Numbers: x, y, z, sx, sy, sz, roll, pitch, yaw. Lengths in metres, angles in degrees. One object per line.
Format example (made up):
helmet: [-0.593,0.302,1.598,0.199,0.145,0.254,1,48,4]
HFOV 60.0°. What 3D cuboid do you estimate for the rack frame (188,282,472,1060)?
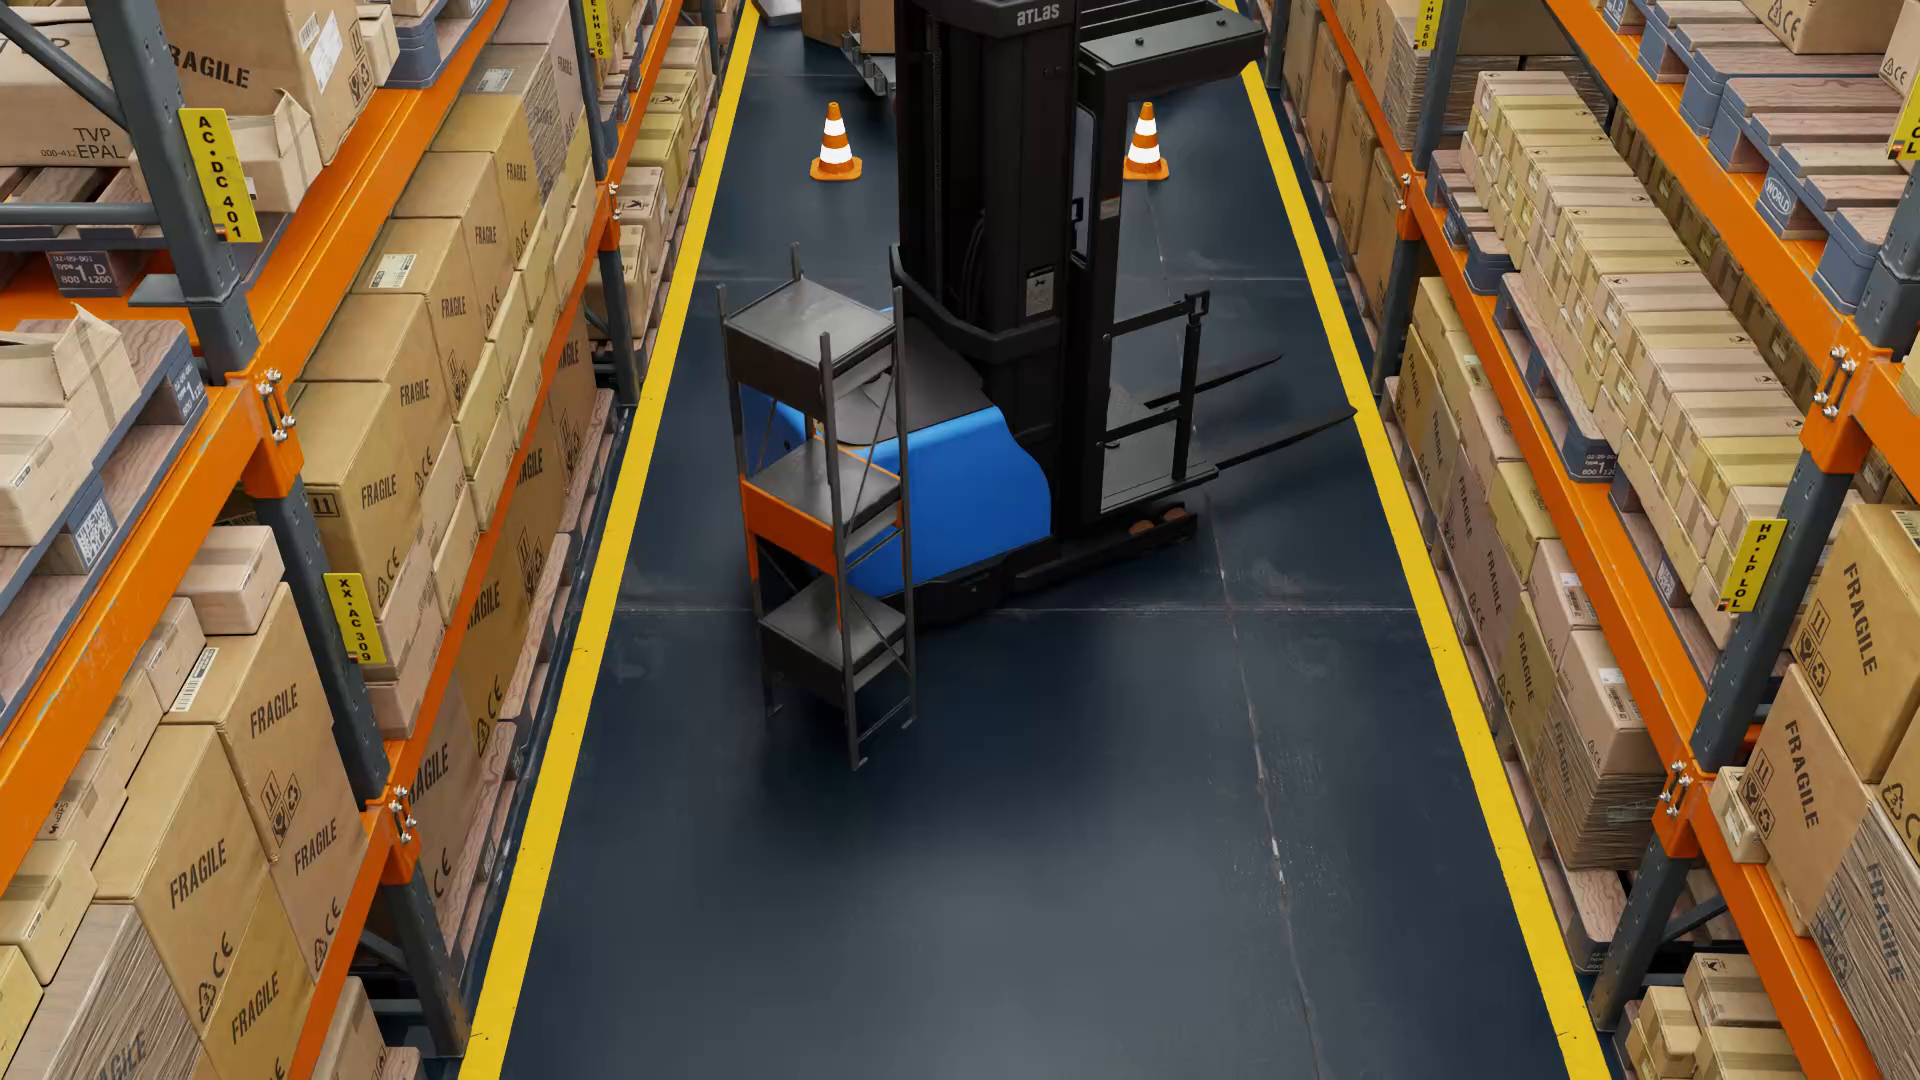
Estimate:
rack frame: [-2.216,0.588,4.863,1.000,3.000,0.127,0,39,0]

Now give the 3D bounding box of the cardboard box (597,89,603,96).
cardboard box: [-2.002,-2.359,8.406,0.380,0.149,0.250,-2,39,-3]

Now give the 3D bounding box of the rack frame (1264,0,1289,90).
rack frame: [2.725,-4.481,11.189,1.000,3.000,0.127,0,39,0]

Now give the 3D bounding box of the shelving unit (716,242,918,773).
shelving unit: [-0.510,-0.058,6.384,0.503,2.100,0.431,27,47,30]

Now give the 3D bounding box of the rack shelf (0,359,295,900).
rack shelf: [-2.214,0.949,2.589,1.077,0.370,4.000,0,39,0]

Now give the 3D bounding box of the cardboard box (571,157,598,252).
cardboard box: [-1.960,-1.538,7.636,0.500,0.250,0.500,-1,39,-2]

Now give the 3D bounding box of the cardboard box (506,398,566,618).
cardboard box: [-2.306,-0.258,7.282,0.875,0.875,0.875,0,39,1]

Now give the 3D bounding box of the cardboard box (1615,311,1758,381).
cardboard box: [2.542,-0.675,5.828,0.380,0.149,0.250,-1,39,-2]

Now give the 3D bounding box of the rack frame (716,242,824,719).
rack frame: [-0.699,-0.155,6.505,0.015,2.100,0.400,27,47,30]

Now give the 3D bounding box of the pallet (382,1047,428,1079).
pallet: [-2.293,2.152,5.141,1.003,0.211,1.213,0,39,0]

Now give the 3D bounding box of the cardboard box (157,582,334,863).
cardboard box: [-1.939,0.454,4.151,0.500,0.500,0.500,0,39,0]

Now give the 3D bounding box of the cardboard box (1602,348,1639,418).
cardboard box: [2.533,-0.562,5.926,0.380,0.149,0.250,-2,39,-2]

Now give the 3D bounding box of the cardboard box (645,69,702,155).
cardboard box: [-2.218,-2.775,10.825,0.950,0.372,0.625,2,39,3]

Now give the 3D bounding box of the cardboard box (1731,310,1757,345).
cardboard box: [3.189,-0.765,6.416,0.380,0.149,0.250,-2,39,-2]

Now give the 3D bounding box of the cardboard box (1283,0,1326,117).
cardboard box: [2.815,-3.379,11.276,1.050,0.750,0.750,0,39,0]

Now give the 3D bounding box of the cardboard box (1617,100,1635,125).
cardboard box: [3.188,-1.971,7.446,0.380,0.149,0.250,-1,39,-2]

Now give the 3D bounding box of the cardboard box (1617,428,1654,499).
cardboard box: [2.536,-0.267,5.796,0.380,0.149,0.250,-2,39,-2]

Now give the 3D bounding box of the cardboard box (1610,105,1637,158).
cardboard box: [3.185,-1.853,7.536,0.380,0.149,0.250,1,39,1]

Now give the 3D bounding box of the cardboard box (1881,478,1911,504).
cardboard box: [3.191,-0.069,5.310,0.380,0.149,0.250,-1,39,-1]

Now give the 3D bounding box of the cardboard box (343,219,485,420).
cardboard box: [-1.955,-0.748,5.651,0.500,0.500,0.500,-1,39,-1]

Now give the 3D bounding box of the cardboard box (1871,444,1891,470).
cardboard box: [3.189,-0.358,5.432,0.380,0.149,0.250,0,39,0]

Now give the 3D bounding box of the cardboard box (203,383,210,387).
cardboard box: [-2.468,-0.120,4.867,0.500,0.500,0.500,1,39,1]

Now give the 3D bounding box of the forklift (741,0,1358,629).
forklift: [0.548,-1.339,7.323,3.031,2.935,1.130,-20,43,-23]

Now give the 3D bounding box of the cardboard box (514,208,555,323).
cardboard box: [-1.941,-1.106,6.697,0.500,0.250,0.500,-1,39,-1]

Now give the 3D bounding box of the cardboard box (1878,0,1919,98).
cardboard box: [2.943,-1.328,4.591,0.500,0.311,0.500,-1,39,-1]

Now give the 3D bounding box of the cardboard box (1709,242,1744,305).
cardboard box: [3.189,-1.046,6.530,0.380,0.149,0.250,1,39,1]

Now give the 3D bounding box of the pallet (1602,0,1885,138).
pallet: [2.836,-1.610,5.358,1.213,0.211,1.003,0,39,0]

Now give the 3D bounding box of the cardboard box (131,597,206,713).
cardboard box: [-2.006,0.264,3.870,0.380,0.149,0.250,1,39,1]

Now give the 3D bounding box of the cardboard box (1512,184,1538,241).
cardboard box: [2.536,-1.365,6.927,0.380,0.149,0.250,0,39,0]

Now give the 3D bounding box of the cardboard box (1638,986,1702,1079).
cardboard box: [2.414,1.581,5.330,0.380,0.149,0.250,2,39,2]

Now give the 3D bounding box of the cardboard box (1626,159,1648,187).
cardboard box: [3.188,-1.582,7.436,0.380,0.149,0.250,0,39,0]

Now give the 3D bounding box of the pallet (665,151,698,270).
pallet: [-2.218,-2.074,10.415,1.003,0.211,1.213,0,39,0]

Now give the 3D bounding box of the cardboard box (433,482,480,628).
cardboard box: [-1.955,0.048,5.657,0.500,0.250,0.500,-1,39,-1]

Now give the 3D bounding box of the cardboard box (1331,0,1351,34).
cardboard box: [2.456,-3.245,9.566,0.500,0.500,0.500,1,39,1]

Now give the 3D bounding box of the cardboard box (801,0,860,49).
cardboard box: [-0.866,-4.111,12.724,0.500,0.500,0.500,28,46,30]

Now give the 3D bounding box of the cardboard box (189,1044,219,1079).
cardboard box: [-1.938,1.475,3.676,0.500,0.500,0.500,-1,39,-1]

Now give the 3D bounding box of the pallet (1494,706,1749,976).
pallet: [2.732,1.123,6.425,1.003,0.211,1.213,0,39,0]

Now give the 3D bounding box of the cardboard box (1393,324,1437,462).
cardboard box: [2.475,-0.726,8.165,0.500,0.500,0.500,-2,39,-2]

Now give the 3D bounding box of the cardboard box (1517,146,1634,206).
cardboard box: [2.535,-1.501,6.860,0.380,0.149,0.250,-2,39,-2]

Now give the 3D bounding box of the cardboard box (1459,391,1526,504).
cardboard box: [2.476,-0.403,7.163,0.500,0.250,0.500,0,39,0]

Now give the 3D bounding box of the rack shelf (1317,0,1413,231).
rack shelf: [2.727,-2.950,9.853,1.077,0.370,4.000,0,39,0]

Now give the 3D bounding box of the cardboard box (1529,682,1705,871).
cardboard box: [2.481,0.871,6.174,0.500,0.500,0.500,-1,39,-1]

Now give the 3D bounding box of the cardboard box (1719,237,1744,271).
cardboard box: [3.188,-1.163,6.437,0.380,0.149,0.250,2,39,2]

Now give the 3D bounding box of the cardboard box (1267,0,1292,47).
cardboard box: [2.794,-4.209,12.213,0.875,0.875,0.875,1,39,1]

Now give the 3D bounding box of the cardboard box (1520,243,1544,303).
cardboard box: [2.534,-1.094,6.827,0.380,0.149,0.250,1,39,1]

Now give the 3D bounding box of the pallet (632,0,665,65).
pallet: [-2.264,-3.076,9.589,1.003,0.211,1.213,0,39,0]

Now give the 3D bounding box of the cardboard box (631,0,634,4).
cardboard box: [-2.005,-3.171,8.901,0.500,0.500,0.500,1,39,1]

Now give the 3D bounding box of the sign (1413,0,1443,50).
sign: [2.174,-2.429,7.702,0.100,0.325,0.005,0,39,0]

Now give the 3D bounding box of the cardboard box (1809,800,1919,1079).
cardboard box: [2.490,0.986,4.049,0.500,0.500,0.500,0,39,0]

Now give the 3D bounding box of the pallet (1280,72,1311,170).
pallet: [2.801,-2.910,11.459,1.003,0.211,1.213,0,39,0]

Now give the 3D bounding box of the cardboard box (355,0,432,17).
cardboard box: [-1.868,-1.836,5.261,0.396,0.266,0.258,3,39,4]
